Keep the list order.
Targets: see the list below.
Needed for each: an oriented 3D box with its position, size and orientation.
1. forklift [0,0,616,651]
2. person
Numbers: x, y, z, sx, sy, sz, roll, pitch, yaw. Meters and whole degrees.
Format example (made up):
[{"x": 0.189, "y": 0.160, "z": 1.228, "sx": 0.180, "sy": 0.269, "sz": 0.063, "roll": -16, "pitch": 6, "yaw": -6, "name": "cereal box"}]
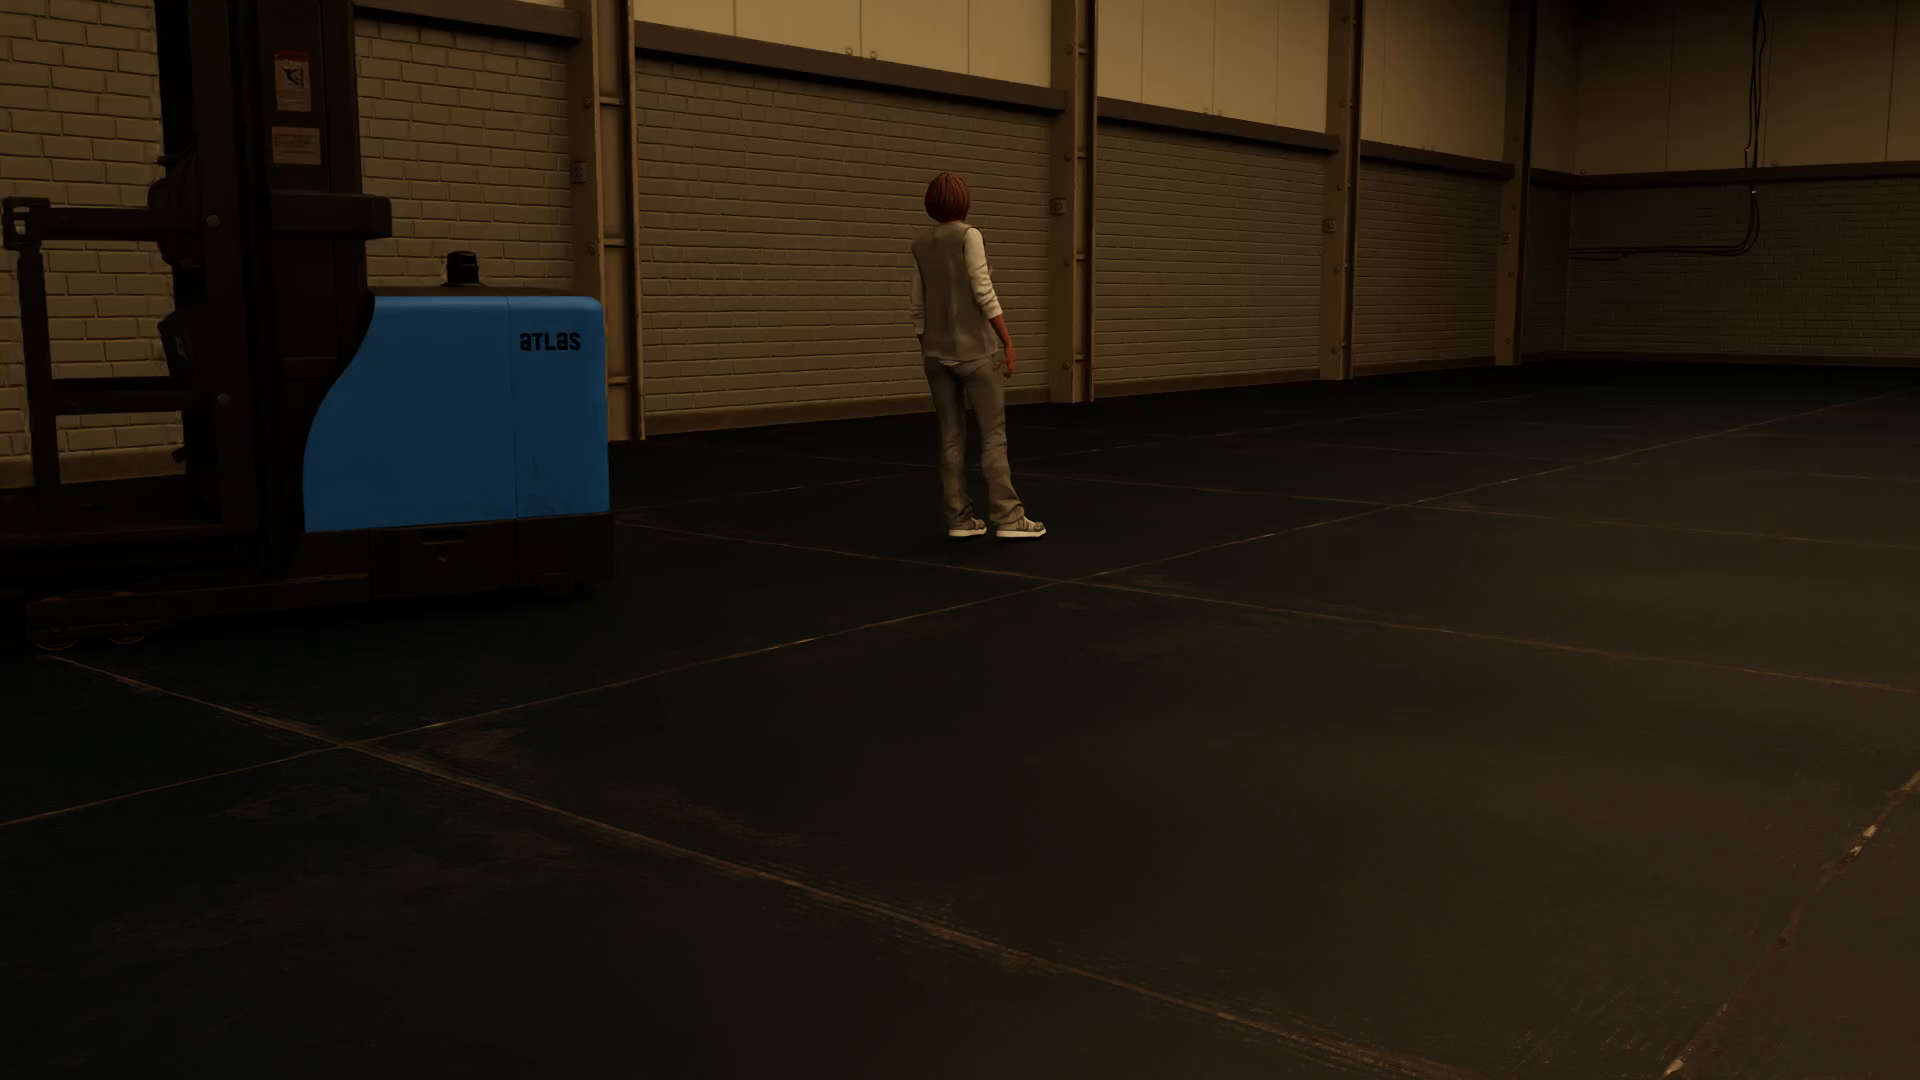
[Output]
[{"x": -2.780, "y": -1.197, "z": 5.464, "sx": 3.031, "sy": 2.935, "sz": 1.130, "roll": -5, "pitch": 10, "yaw": -30, "name": "forklift"}, {"x": 0.057, "y": -0.804, "z": 7.336, "sx": 0.521, "sy": 1.596, "sz": 0.475, "roll": 7, "pitch": 11, "yaw": 38, "name": "person"}]
